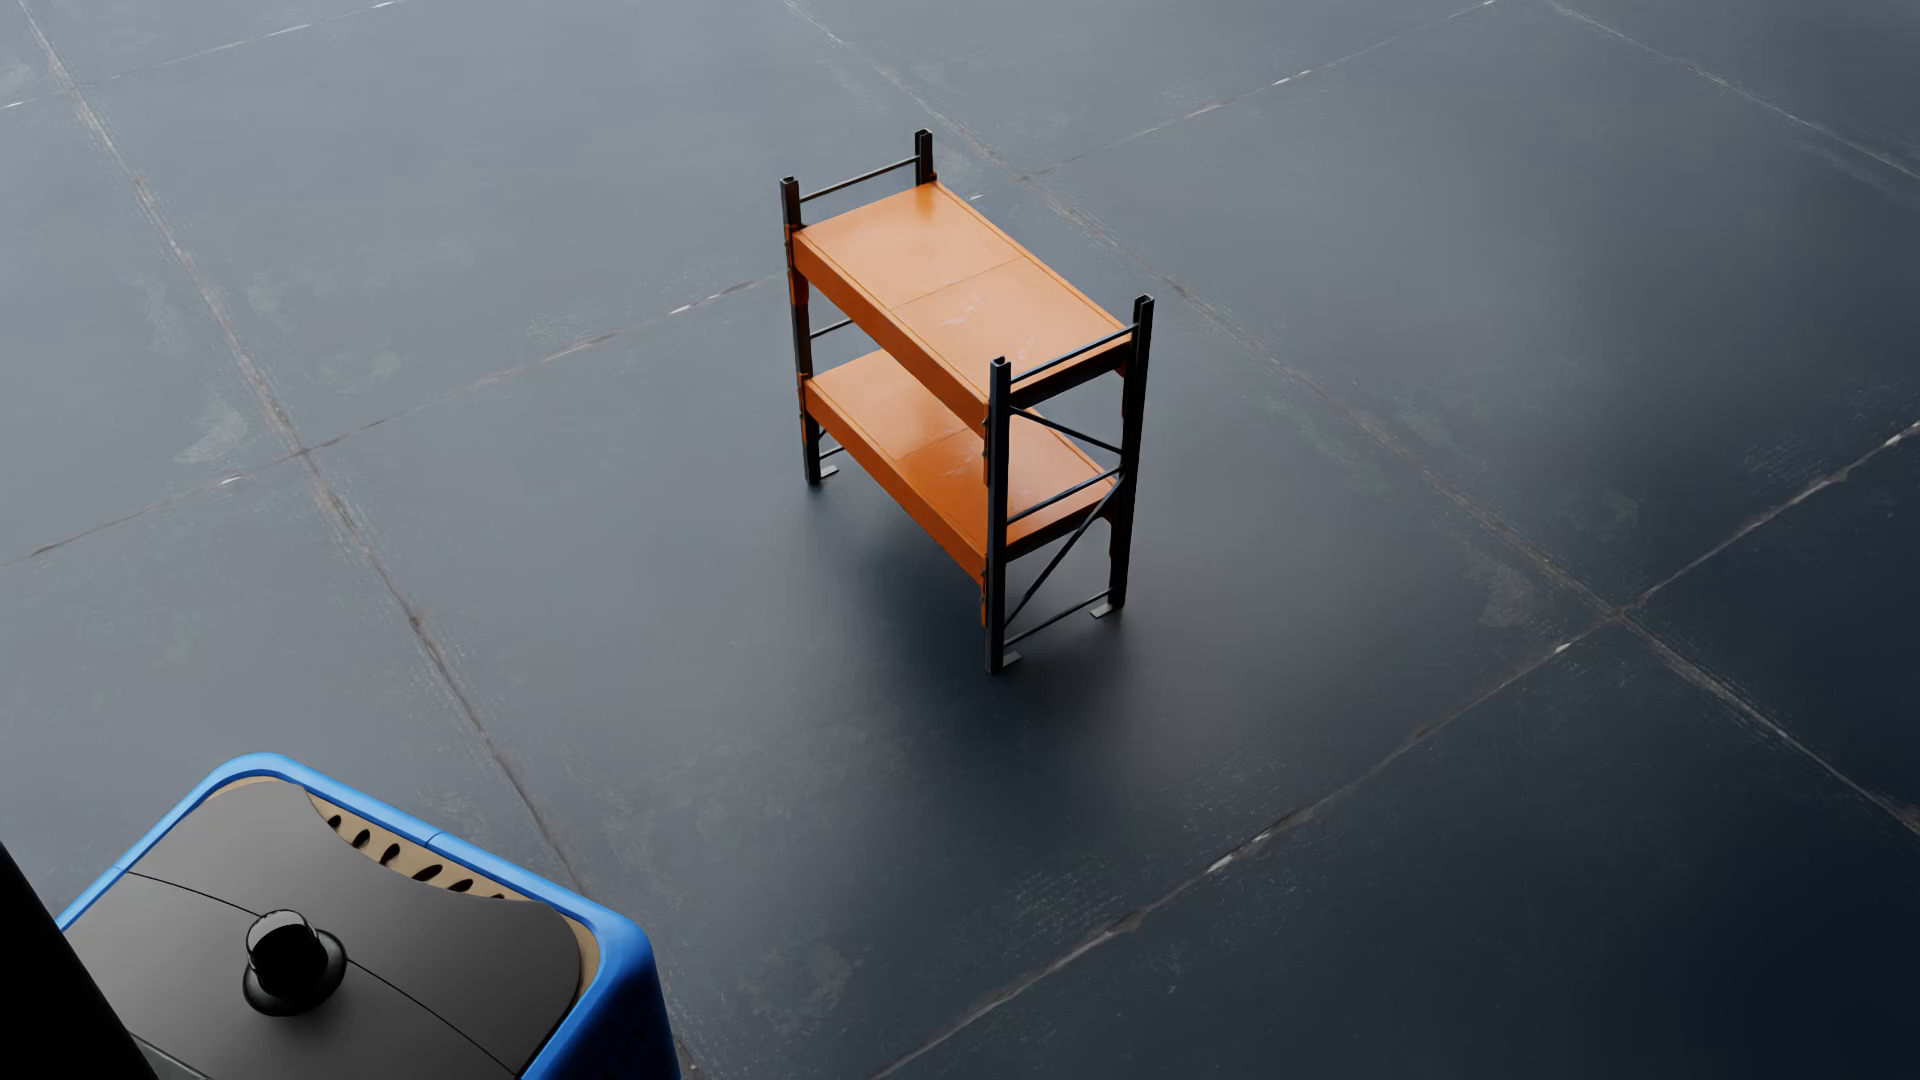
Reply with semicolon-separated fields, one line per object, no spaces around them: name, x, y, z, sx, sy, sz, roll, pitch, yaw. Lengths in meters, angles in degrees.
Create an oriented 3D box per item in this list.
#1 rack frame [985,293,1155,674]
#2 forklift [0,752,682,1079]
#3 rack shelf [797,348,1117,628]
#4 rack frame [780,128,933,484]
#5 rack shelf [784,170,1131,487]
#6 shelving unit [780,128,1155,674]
rack frame;0.287;-0.123;4.564;0.500;1.125;0.032;-26;49;-24
forklift;-1.655;1.171;1.901;1.130;2.935;3.031;19;47;19
rack shelf;-0.004;-0.234;5.034;0.538;0.278;1.000;-26;49;-24
rack frame;-0.295;-0.699;5.167;0.500;1.125;0.032;-26;49;-24
rack shelf;-0.004;-0.622;4.663;0.538;0.278;1.000;-26;49;-24
shelving unit;-0.004;-0.411;4.866;0.538;1.125;1.048;-26;49;-24
